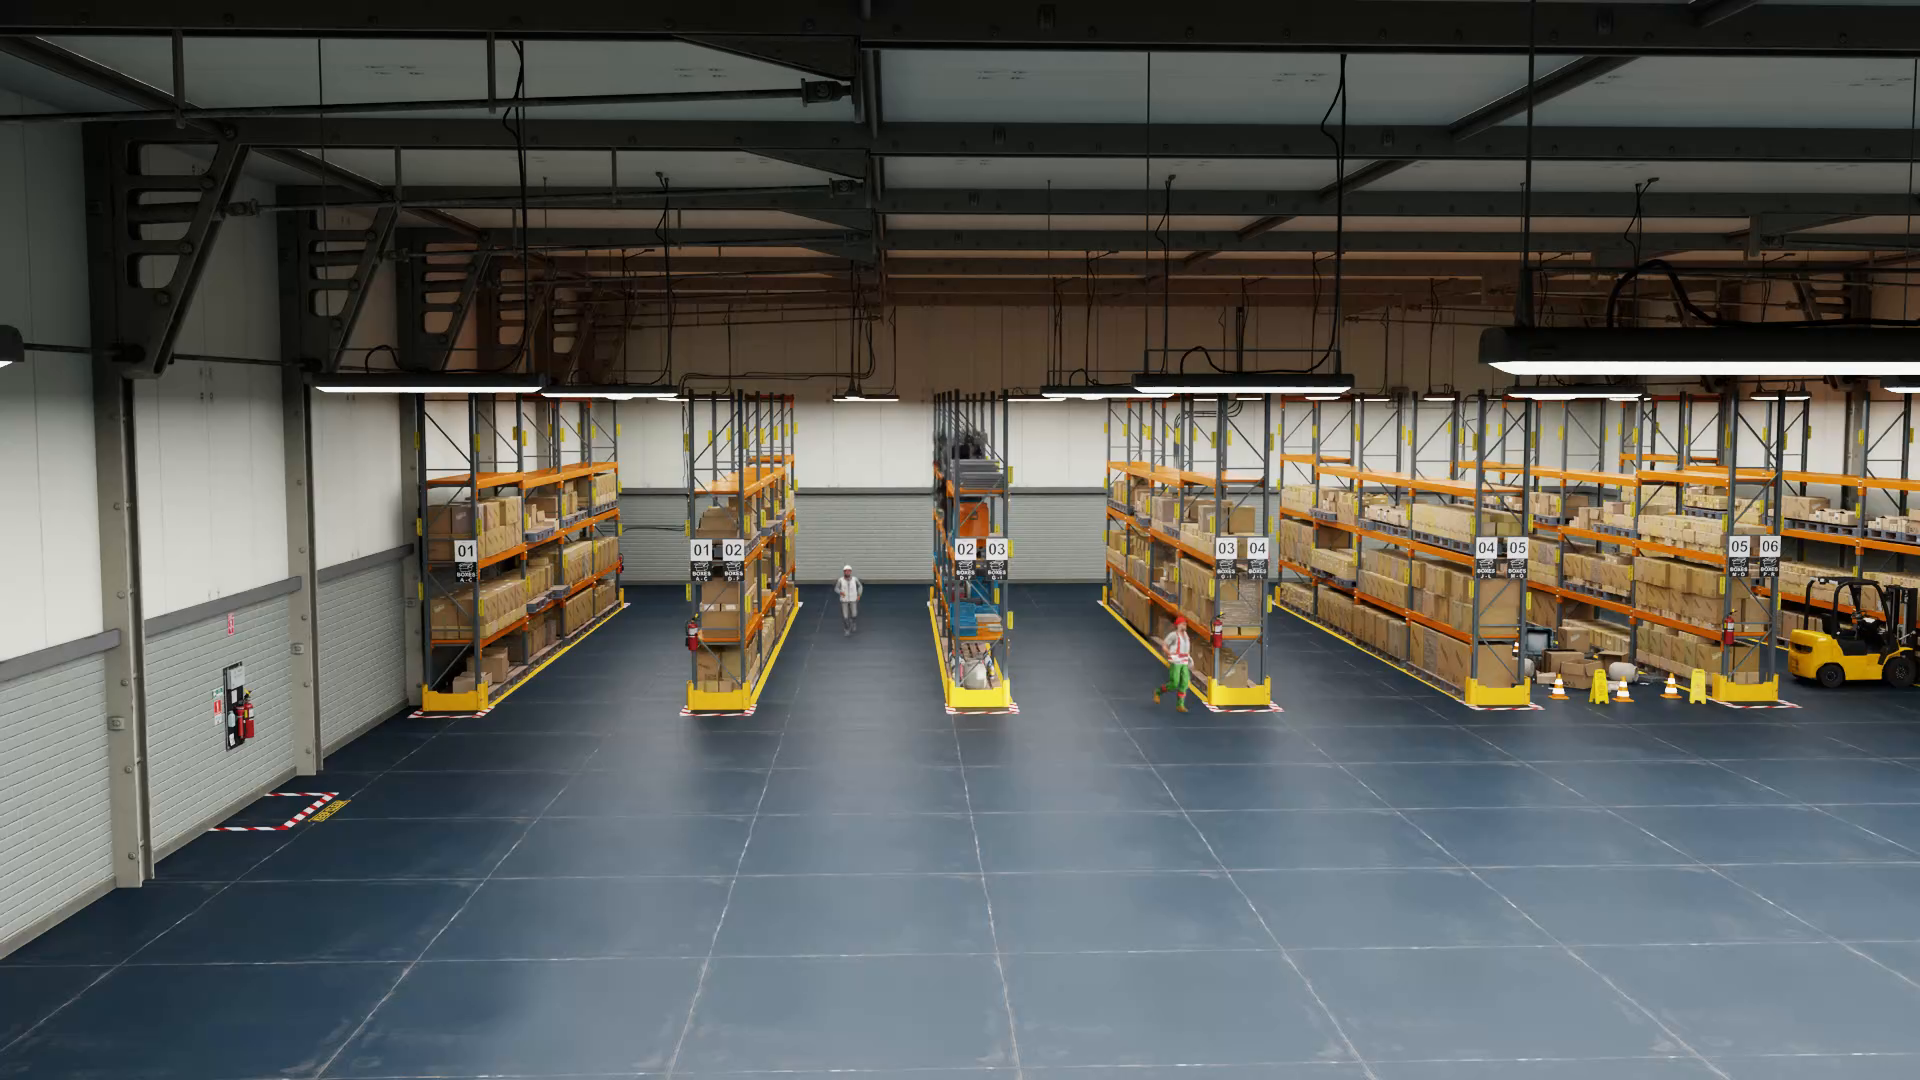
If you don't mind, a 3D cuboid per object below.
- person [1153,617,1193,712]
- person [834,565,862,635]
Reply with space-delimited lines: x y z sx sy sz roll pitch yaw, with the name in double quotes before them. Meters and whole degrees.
"person" 4.108 2.312 31.168 0.718 1.735 0.865 -4 6 -37
"person" -2.749 1.501 41.094 0.708 1.739 0.555 -1 5 -7
